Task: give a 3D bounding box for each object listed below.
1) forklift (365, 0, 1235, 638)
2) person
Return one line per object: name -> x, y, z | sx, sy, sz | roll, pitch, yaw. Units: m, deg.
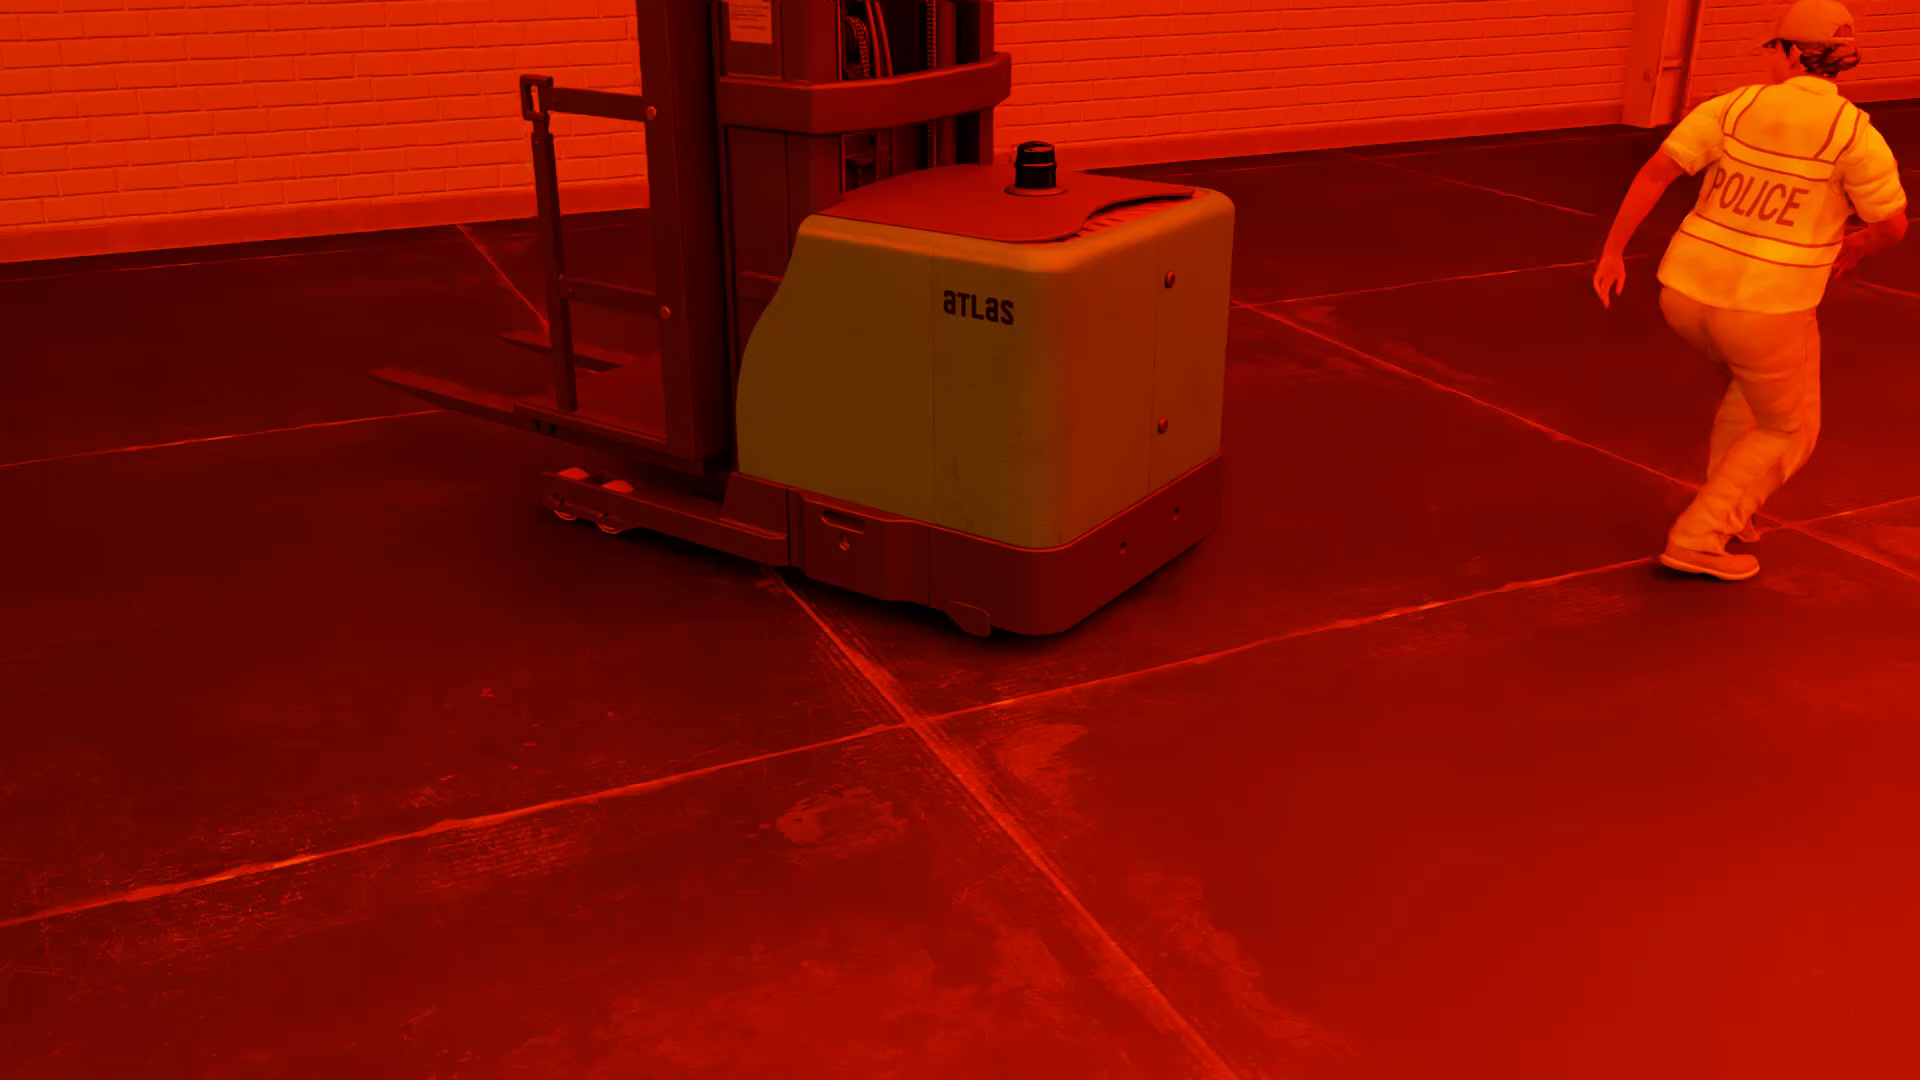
forklift -> -0.710, -1.520, 4.946 | 3.031, 2.935, 1.130 | 15, 27, 32
person -> 2.230, -0.648, 4.664 | 0.736, 1.665, 0.569 | -10, 25, -24
